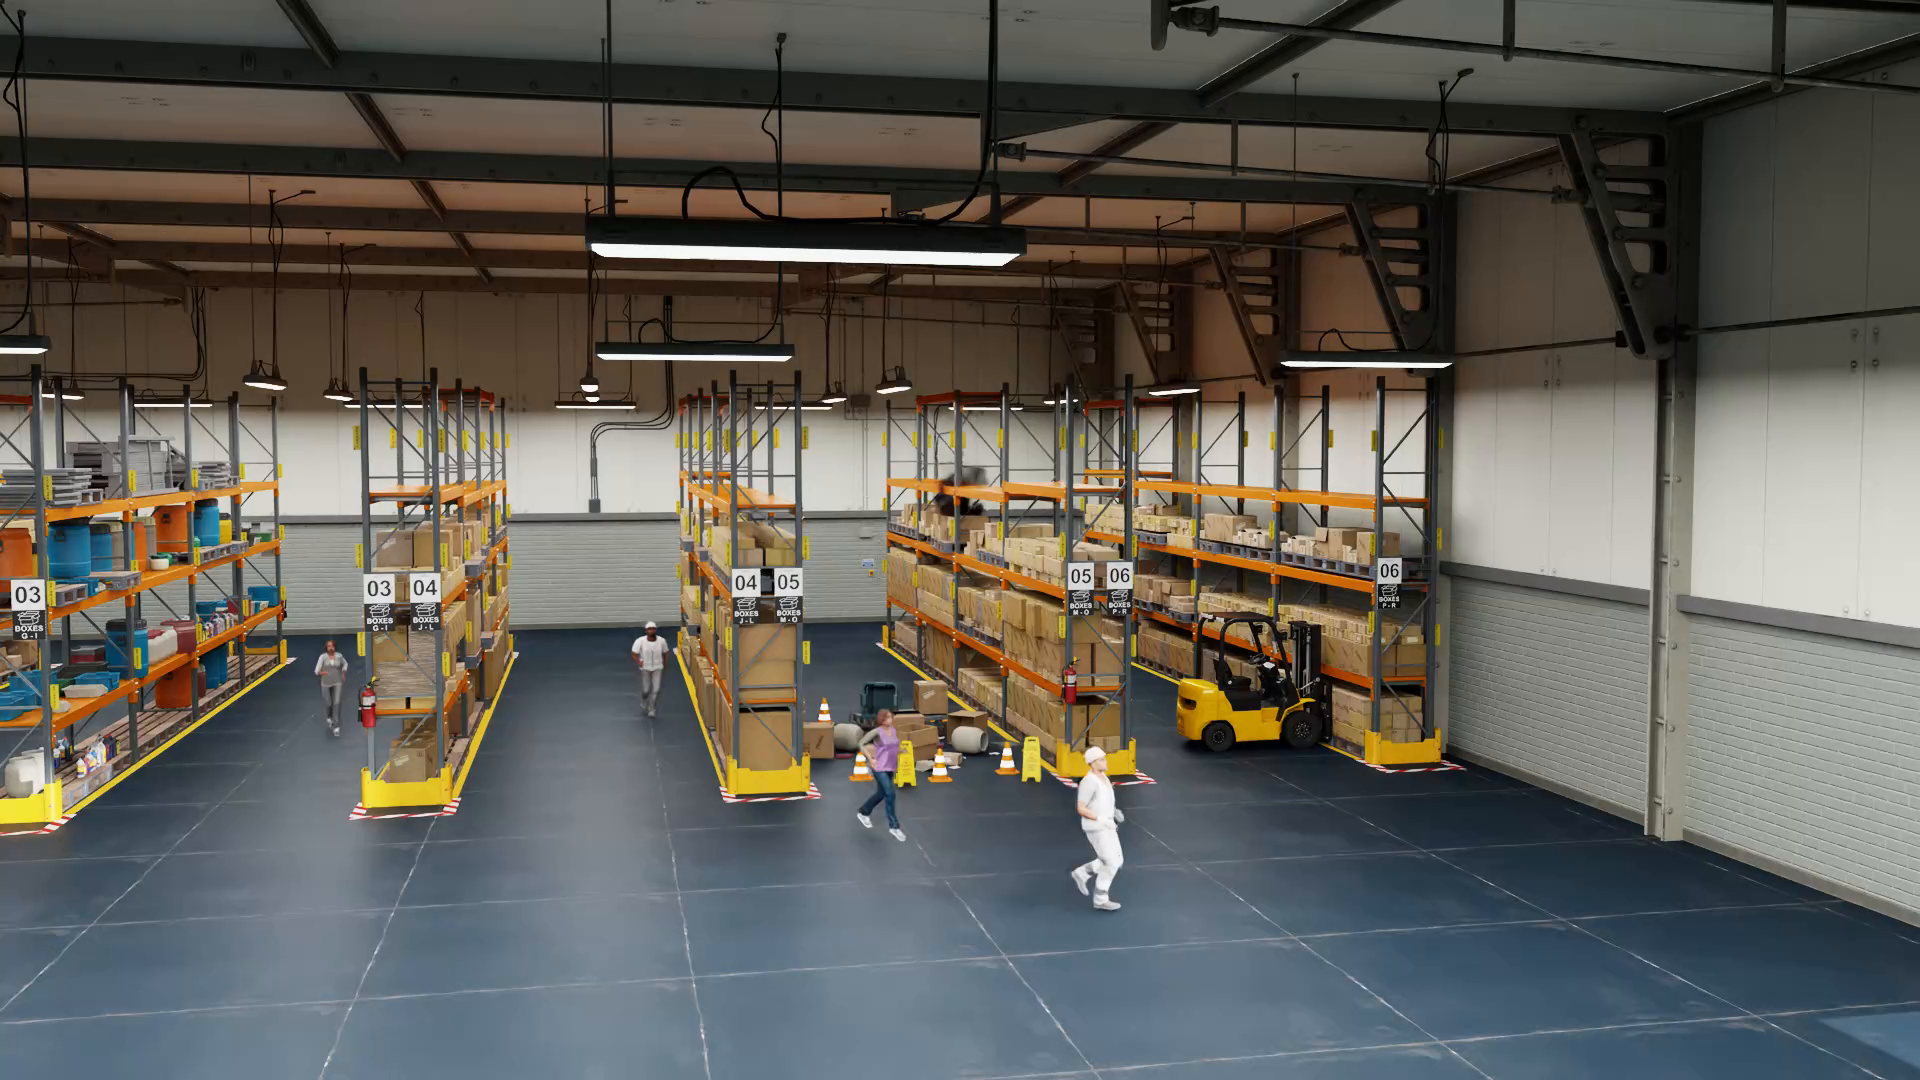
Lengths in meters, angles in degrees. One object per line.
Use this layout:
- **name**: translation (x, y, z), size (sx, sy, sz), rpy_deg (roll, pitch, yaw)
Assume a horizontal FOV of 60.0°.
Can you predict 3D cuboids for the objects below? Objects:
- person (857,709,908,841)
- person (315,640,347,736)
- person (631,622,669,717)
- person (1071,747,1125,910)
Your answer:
- **person**: translation (-0.982, 2.940, 21.053), size (0.821, 1.629, 0.533), rpy_deg (2, 4, 33)
- **person**: translation (-10.713, 2.495, 28.357), size (0.537, 1.596, 0.877), rpy_deg (-2, 4, -24)
- **person**: translation (-5.622, 2.339, 30.262), size (0.690, 1.722, 0.606), rpy_deg (-1, 4, -20)
- **person**: translation (1.454, 3.074, 17.769), size (0.621, 1.736, 0.653), rpy_deg (2, 4, 24)
